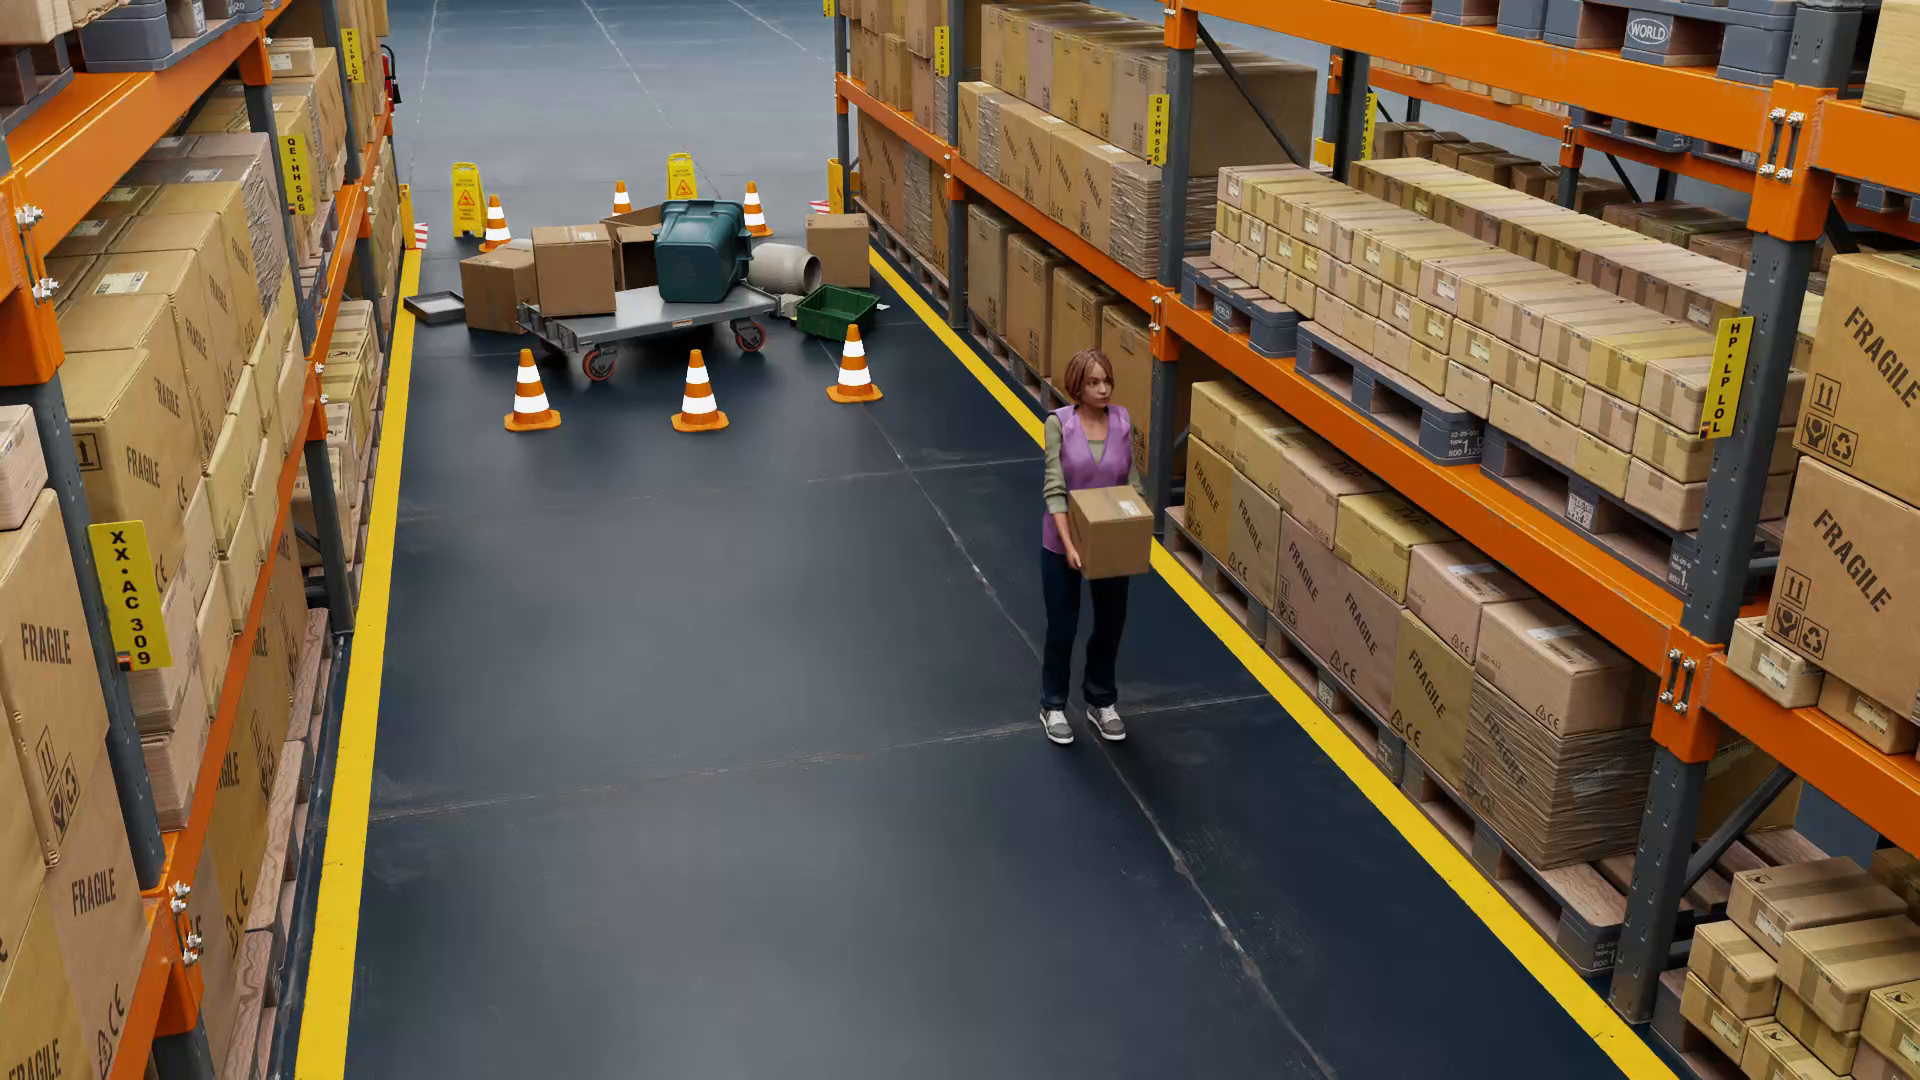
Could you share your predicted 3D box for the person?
[{"bbox_3d":[0.518,0.062,6.474,0.404,1.590,0.499,-6,24,-13],"label":"person"}]
